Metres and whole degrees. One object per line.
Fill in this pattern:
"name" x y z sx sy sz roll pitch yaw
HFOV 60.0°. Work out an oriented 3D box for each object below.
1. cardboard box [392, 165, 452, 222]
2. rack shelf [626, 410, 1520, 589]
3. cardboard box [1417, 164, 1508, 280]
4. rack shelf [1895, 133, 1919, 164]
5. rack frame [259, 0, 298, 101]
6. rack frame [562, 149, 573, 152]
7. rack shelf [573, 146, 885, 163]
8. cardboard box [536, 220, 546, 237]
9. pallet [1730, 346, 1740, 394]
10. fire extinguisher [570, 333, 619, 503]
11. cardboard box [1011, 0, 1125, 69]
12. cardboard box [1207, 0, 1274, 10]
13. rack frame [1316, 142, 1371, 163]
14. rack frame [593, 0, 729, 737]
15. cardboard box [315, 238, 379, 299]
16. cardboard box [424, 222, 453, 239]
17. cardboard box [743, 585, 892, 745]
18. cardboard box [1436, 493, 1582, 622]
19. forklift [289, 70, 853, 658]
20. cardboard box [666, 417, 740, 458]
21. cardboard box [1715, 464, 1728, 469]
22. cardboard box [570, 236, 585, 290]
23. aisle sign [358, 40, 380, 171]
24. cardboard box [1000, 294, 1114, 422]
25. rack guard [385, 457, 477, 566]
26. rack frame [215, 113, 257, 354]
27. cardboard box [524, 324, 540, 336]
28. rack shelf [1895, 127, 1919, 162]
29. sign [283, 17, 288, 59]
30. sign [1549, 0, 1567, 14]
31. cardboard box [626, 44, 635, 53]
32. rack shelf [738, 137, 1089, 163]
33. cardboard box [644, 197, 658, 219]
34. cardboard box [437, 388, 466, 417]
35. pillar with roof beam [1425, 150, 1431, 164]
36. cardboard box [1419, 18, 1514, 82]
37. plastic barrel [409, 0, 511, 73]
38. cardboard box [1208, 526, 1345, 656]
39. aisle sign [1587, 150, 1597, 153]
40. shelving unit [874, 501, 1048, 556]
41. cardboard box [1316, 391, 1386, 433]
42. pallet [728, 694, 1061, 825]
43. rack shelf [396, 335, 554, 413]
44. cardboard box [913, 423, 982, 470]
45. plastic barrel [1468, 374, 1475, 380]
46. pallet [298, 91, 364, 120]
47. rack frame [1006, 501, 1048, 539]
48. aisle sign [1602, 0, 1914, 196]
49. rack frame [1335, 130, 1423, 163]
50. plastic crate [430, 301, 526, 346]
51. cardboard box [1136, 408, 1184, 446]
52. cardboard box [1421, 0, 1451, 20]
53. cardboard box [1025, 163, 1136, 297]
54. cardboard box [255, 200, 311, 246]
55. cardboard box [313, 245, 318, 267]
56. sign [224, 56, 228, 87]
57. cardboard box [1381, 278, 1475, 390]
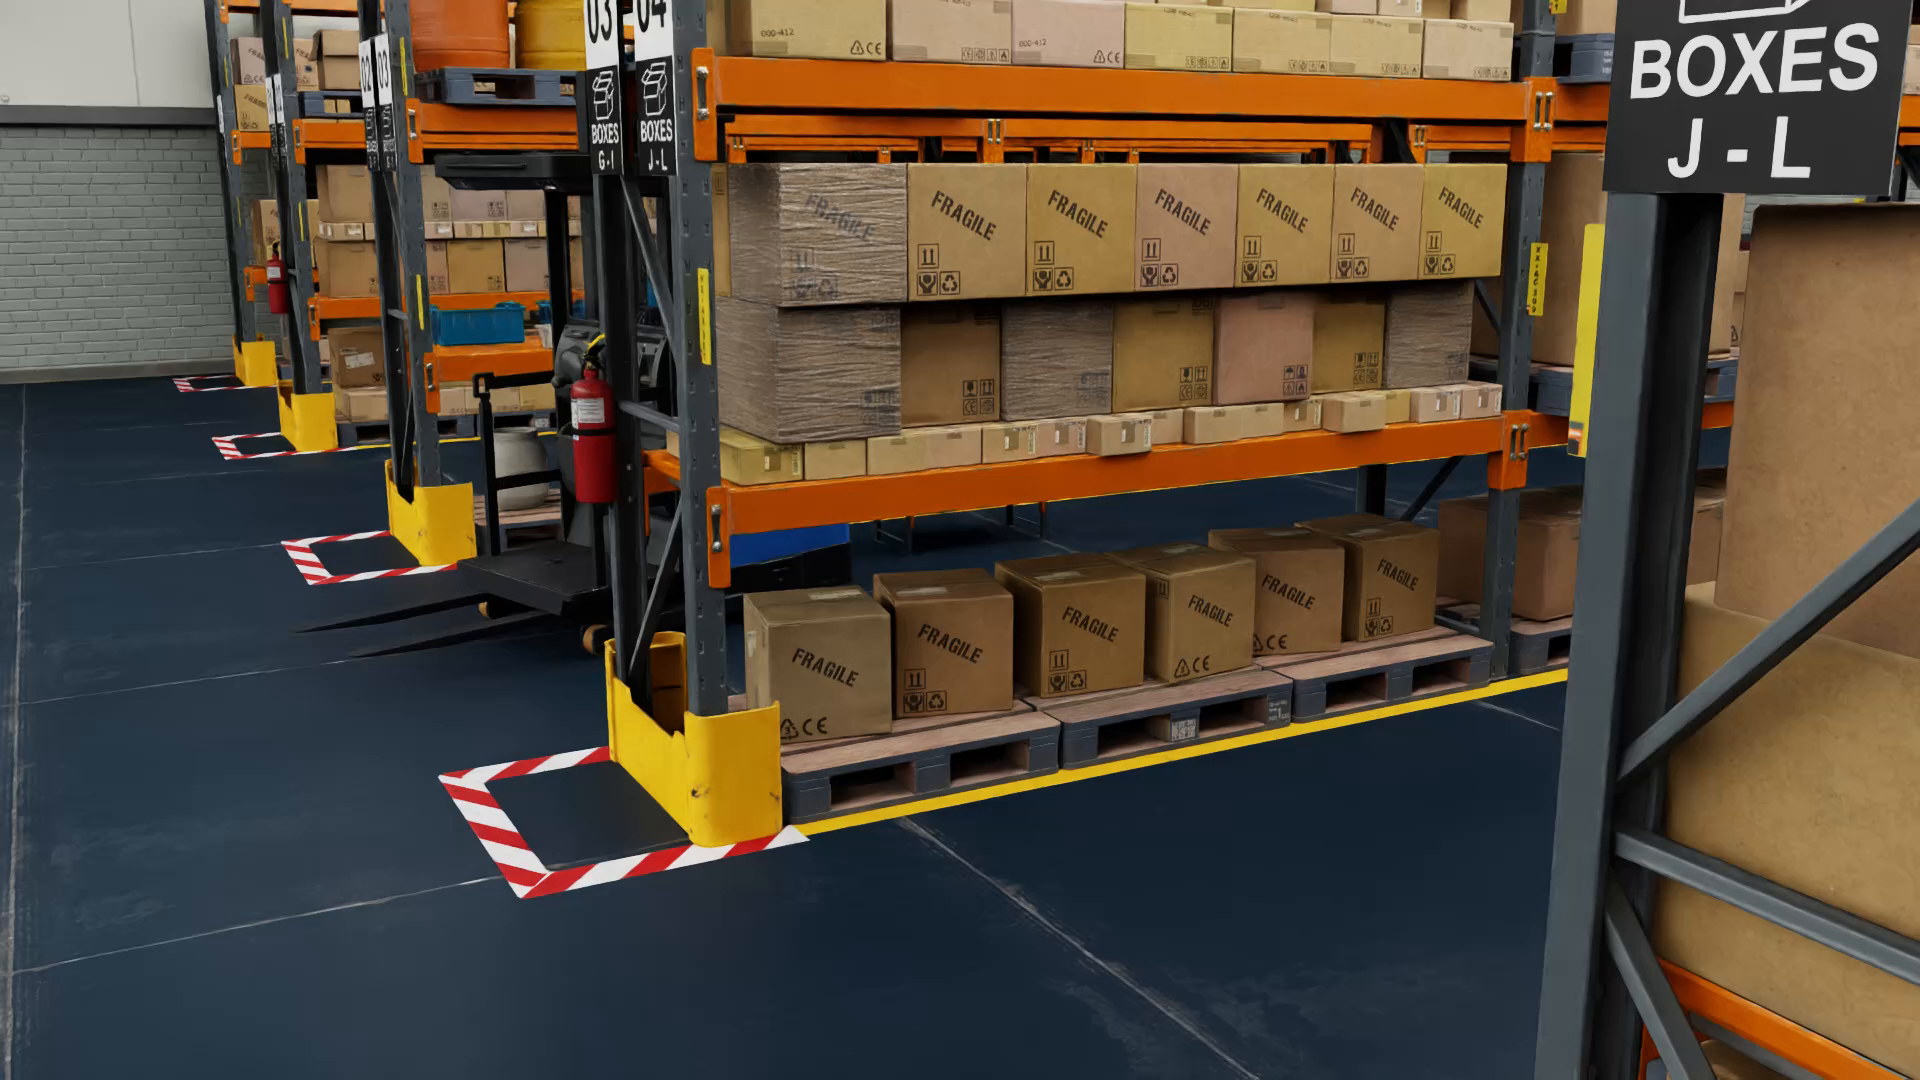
"cardboard box" -4.964 -3.152 15.103 0.500 0.500 0.700 -7 15 -29
"rack shelf" 0.613 -0.312 7.303 4.000 0.370 1.077 -7 14 -28
"cardboard box" 2.106 -1.455 7.559 0.500 0.500 0.500 -7 14 -28
"rack shelf" 8.773 -3.992 16.824 4.000 0.370 1.077 -7 14 -28
"rack frame" -5.885 -5.289 14.115 0.127 3.000 1.000 -7 14 -28
"rack frame" -4.751 -3.737 20.884 0.127 3.000 1.000 -7 14 -28
"rack shelf" -2.996 -5.060 21.568 4.000 0.370 1.077 -7 14 -28
"cardboard box" -3.857 -2.917 15.532 0.250 0.149 0.380 -6 14 -26
"pallet" 4.162 -0.985 9.089 1.213 0.211 1.003 -7 14 -28
"fire extinguisher" -1.463 -0.492 6.639 0.183 0.674 0.296 -7 14 -28
"cardboard box" 0.291 -1.951 6.454 0.500 0.250 0.500 -7 14 -28
"cardboard box" 1.068 -2.229 6.782 0.250 0.149 0.380 -6 14 -25
"rack frame" 4.647 -3.625 20.383 0.127 3.000 1.000 -7 14 -28
"rack frame" -1.142 -0.453 6.289 0.127 3.000 1.000 -7 14 -28
"cardboard box" -5.469 -2.458 14.970 0.500 0.500 0.700 -7 14 -28
"cardboard box" -4.765 -2.808 15.048 0.250 0.149 0.380 -7 14 -29
"cardboard box" -0.586 0.499 6.795 0.500 0.500 0.500 -4 13 -17
"cardboard box" 2.918 0.071 8.653 0.500 0.500 0.700 -8 15 -32
"forklift" -2.006 -0.963 8.713 1.130 2.935 3.031 12 17 42
"cardboard box" -0.991 -0.400 6.626 0.250 0.149 0.380 -7 14 -28
"cardboard box" 4.821 -0.154 9.654 0.500 0.500 0.700 -8 15 -33
"cardboard box" -3.663 -2.675 15.936 0.500 0.500 0.700 -7 14 -27
"aisle sign" -3.721 -2.725 10.466 0.004 0.787 0.394 -7 14 -28
"cardboard box" 0.195 -0.819 7.012 0.500 0.500 0.875 -7 14 -28
"rack guard" -3.471 -0.205 10.880 0.348 0.500 1.175 -7 14 -28
"rack frame" -8.262 -3.316 19.014 0.127 3.000 1.000 -7 14 -28
"cardboard box" -3.990 -1.762 15.706 0.500 0.500 0.500 -7 14 -28
"rack shelf" 7.635 -2.617 10.713 4.000 0.370 1.077 -7 14 -28
"sign" -5.625 -4.183 13.862 0.005 0.325 0.100 -7 14 -28
"sign" 2.636 -2.485 7.312 0.005 0.325 0.100 -7 14 -28
"cardboard box" -2.943 -4.566 16.232 0.500 0.500 0.500 -6 14 -23
"rack shelf" -0.619 -4.106 17.328 4.000 0.370 1.077 -7 14 -28
"cardboard box" -3.204 -3.363 16.040 0.500 0.500 0.700 -7 14 -28
"cardboard box" -4.871 -1.292 15.326 0.500 0.250 0.500 -7 14 -28
"pillar with roof beam" 9.800 -7.548 24.151 0.400 9.000 9.100 -7 14 -28
"cardboard box" 2.094 -2.165 7.409 0.500 0.250 0.500 -6 14 -26
"plastic barrel" -3.150 -3.361 10.444 0.708 0.830 0.600 -7 14 -28
"cardboard box" 1.500 0.237 7.960 0.500 0.500 0.500 -2 13 -10
"aisle sign" 8.365 -5.262 21.737 0.004 0.787 0.394 -7 14 -28
"shelving unit" 0.006 -0.549 10.989 1.048 1.125 0.538 -7 14 -28
"cardboard box" 1.683 -0.585 7.448 0.250 0.149 0.380 -7 14 -28
"pallet" -0.345 0.821 6.980 1.213 0.211 1.003 -7 14 -28
"rack shelf" -1.760 -1.267 11.544 4.000 0.370 1.077 -7 14 -28
"cardboard box" -0.113 -0.391 6.585 0.250 0.149 0.380 -7 14 -28
"plastic barrel" 4.919 -1.451 15.260 0.708 0.588 0.600 -7 14 -28
"pallet" -5.252 -3.852 14.762 1.213 0.211 1.003 -7 14 -28
"rack frame" 0.452 -0.603 11.226 0.032 1.125 0.500 -7 14 -28
"aisle sign" 0.940 -0.805 1.933 0.004 0.787 0.394 -7 14 -28
"rack frame" 3.507 -2.249 14.270 0.127 3.000 1.000 -7 14 -28
"plastic crate" -3.219 -1.445 11.037 0.616 0.251 0.499 -7 14 -28
"cardboard box" 0.741 -0.505 7.094 0.250 0.149 0.380 -7 14 -28
"cardboard box" 1.944 -2.358 7.356 0.250 0.149 0.380 -7 14 -27
"cardboard box" 0.352 -1.244 6.622 0.500 0.500 0.500 -7 14 -28
"cardboard box" -7.699 -3.611 18.912 0.500 0.500 0.500 -7 14 -28
"cardboard box" -7.233 -3.301 19.239 0.500 0.250 0.500 -7 15 -30
"sign" -8.002 -5.102 18.124 0.005 0.325 0.100 -7 14 -28
"cardboard box" 1.944 -1.032 7.958 0.500 0.500 0.875 -7 14 -28
